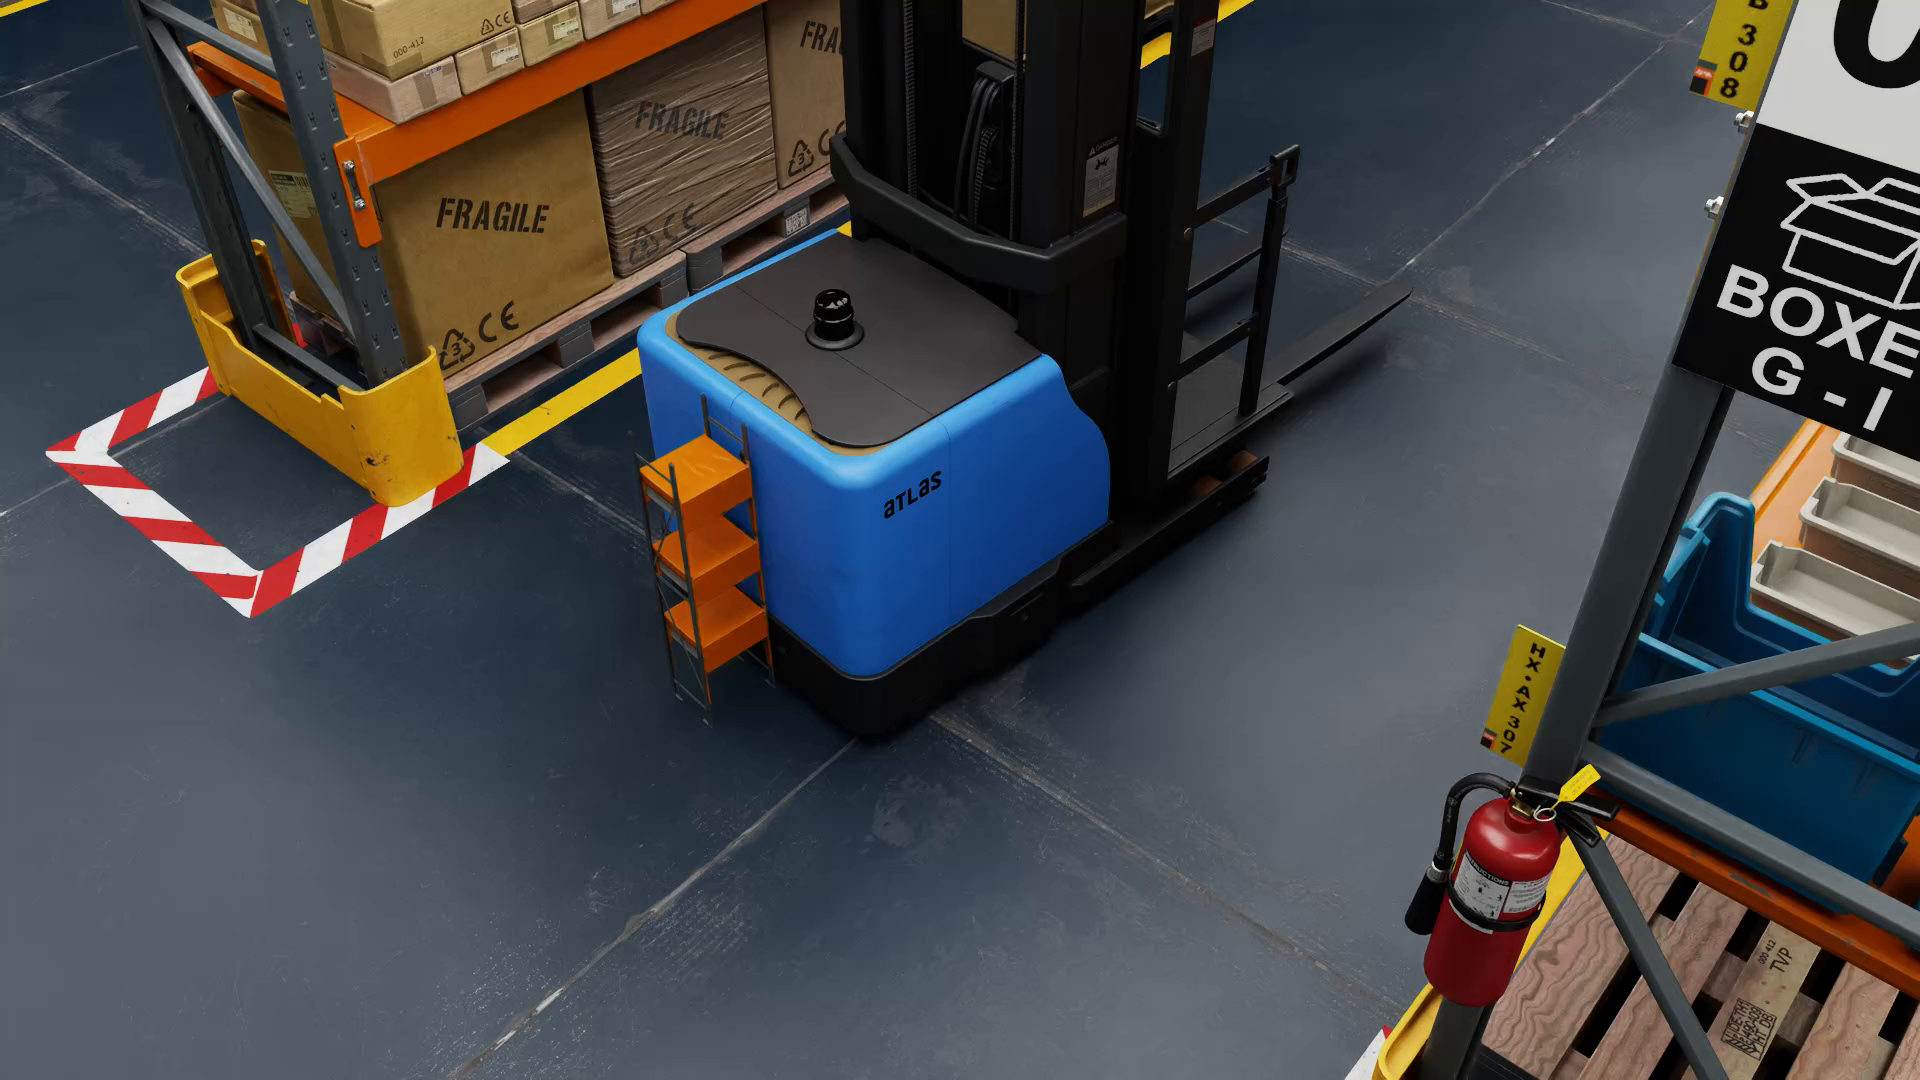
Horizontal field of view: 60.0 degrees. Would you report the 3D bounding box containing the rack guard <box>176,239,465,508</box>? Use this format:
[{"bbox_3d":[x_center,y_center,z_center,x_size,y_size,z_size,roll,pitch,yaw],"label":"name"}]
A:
[{"bbox_3d":[-2.333,-0.623,6.064,1.175,0.500,0.348,29,50,28],"label":"rack guard"}]

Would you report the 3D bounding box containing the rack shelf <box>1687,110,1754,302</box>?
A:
[{"bbox_3d":[2.760,-1.289,3.243,1.077,0.370,4.000,29,50,28],"label":"rack shelf"}]

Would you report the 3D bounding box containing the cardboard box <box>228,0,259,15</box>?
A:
[{"bbox_3d":[-2.209,-1.979,5.587,0.500,0.250,0.500,29,50,28],"label":"cardboard box"}]

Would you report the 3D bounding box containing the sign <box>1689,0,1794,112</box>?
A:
[{"bbox_3d":[1.042,-0.717,2.157,0.100,0.325,0.005,29,50,28],"label":"sign"}]

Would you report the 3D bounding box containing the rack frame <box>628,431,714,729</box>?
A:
[{"bbox_3d":[-0.830,0.142,4.813,0.008,1.050,0.200,-33,51,-31],"label":"rack frame"}]

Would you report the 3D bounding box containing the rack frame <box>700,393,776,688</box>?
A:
[{"bbox_3d":[-0.653,0.029,4.938,0.008,1.050,0.200,-33,51,-31],"label":"rack frame"}]

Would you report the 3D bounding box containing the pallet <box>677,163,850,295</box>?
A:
[{"bbox_3d":[-1.078,-1.599,7.352,1.003,0.211,1.213,29,50,28],"label":"pallet"}]

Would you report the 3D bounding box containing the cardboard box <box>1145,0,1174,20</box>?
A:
[{"bbox_3d":[0.653,-3.327,8.447,1.225,0.875,0.875,30,50,29],"label":"cardboard box"}]

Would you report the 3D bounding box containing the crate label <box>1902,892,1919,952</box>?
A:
[{"bbox_3d":[1.884,0.639,2.897,0.416,0.233,0.303,29,50,28],"label":"crate label"}]

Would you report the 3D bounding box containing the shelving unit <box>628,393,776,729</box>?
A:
[{"bbox_3d":[-0.741,0.085,4.876,0.252,1.050,0.215,-33,51,-31],"label":"shelving unit"}]

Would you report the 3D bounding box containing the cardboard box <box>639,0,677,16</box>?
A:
[{"bbox_3d":[-1.177,-2.037,5.948,0.380,0.149,0.250,29,49,28],"label":"cardboard box"}]

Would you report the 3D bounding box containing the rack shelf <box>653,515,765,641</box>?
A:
[{"bbox_3d":[-0.741,0.093,4.883,0.240,0.259,0.215,-33,51,-31],"label":"rack shelf"}]

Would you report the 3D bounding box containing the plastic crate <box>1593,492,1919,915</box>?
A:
[{"bbox_3d":[1.546,0.296,3.124,0.616,0.435,0.499,29,50,28],"label":"plastic crate"}]

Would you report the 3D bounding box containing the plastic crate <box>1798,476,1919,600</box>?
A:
[{"bbox_3d":[2.057,0.018,3.652,0.396,0.136,0.243,29,50,28],"label":"plastic crate"}]

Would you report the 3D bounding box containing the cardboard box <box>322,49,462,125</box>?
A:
[{"bbox_3d":[-1.837,-1.507,5.365,0.380,0.149,0.250,30,50,29],"label":"cardboard box"}]

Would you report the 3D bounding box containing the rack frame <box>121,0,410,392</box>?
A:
[{"bbox_3d":[-2.318,-1.560,5.236,1.000,3.000,0.127,29,50,28],"label":"rack frame"}]

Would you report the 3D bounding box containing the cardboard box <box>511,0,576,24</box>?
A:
[{"bbox_3d":[-1.473,-2.016,5.627,0.500,0.250,0.500,29,50,28],"label":"cardboard box"}]

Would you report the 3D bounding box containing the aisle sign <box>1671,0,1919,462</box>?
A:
[{"bbox_3d":[1.203,-0.467,2.102,0.394,0.787,0.004,29,50,28],"label":"aisle sign"}]

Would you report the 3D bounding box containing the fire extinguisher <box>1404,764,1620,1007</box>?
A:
[{"bbox_3d":[1.028,0.632,3.160,0.296,0.674,0.183,29,50,28],"label":"fire extinguisher"}]

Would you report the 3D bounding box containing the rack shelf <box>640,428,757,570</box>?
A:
[{"bbox_3d":[-0.741,-0.117,4.692,0.240,0.259,0.215,-33,51,-31],"label":"rack shelf"}]

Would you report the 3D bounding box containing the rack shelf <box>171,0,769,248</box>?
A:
[{"bbox_3d":[-1.030,-2.324,6.611,1.077,0.370,4.000,29,50,28],"label":"rack shelf"}]

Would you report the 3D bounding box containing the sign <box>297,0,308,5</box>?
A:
[{"bbox_3d":[-1.897,-1.667,4.651,0.100,0.325,0.005,29,50,28],"label":"sign"}]

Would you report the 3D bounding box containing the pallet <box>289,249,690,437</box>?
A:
[{"bbox_3d":[-1.863,-0.974,6.664,1.003,0.211,1.213,29,50,28],"label":"pallet"}]

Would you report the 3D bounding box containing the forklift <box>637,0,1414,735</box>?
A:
[{"bbox_3d":[0.451,-1.373,5.081,3.031,2.935,1.130,-33,51,-31],"label":"forklift"}]

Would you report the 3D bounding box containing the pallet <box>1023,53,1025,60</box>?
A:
[{"bbox_3d":[-0.293,-2.231,8.046,1.003,0.211,1.213,29,50,28],"label":"pallet"}]

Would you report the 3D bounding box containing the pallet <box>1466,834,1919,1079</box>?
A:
[{"bbox_3d":[2.034,1.208,4.265,1.003,0.211,1.213,29,50,28],"label":"pallet"}]

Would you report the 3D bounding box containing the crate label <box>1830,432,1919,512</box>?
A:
[{"bbox_3d":[2.218,-0.136,3.821,0.396,0.136,0.243,29,50,28],"label":"crate label"}]

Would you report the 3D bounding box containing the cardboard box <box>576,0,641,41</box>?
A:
[{"bbox_3d":[-1.341,-1.907,5.804,0.380,0.149,0.250,29,50,28],"label":"cardboard box"}]

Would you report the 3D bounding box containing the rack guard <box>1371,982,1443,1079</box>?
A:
[{"bbox_3d":[1.468,1.527,3.699,1.175,0.500,0.348,29,50,28],"label":"rack guard"}]

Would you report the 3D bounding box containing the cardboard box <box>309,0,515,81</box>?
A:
[{"bbox_3d":[-1.802,-1.745,5.330,0.500,0.250,0.500,28,49,27],"label":"cardboard box"}]

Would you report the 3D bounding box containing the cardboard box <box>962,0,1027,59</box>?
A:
[{"bbox_3d":[-0.229,-2.684,7.739,0.875,0.875,0.875,29,50,28],"label":"cardboard box"}]

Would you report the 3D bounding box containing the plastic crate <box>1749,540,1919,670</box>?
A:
[{"bbox_3d":[1.860,0.161,3.494,0.396,0.136,0.243,29,50,28],"label":"plastic crate"}]

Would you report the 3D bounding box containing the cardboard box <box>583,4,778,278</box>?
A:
[{"bbox_3d":[-1.381,-1.762,6.726,0.875,0.875,0.875,29,50,28],"label":"cardboard box"}]

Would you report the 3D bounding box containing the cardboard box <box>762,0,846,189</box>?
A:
[{"bbox_3d":[-0.809,-2.221,7.230,0.875,0.875,0.875,29,50,28],"label":"cardboard box"}]

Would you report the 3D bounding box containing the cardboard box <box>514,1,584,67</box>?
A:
[{"bbox_3d":[-1.508,-1.772,5.656,0.380,0.149,0.250,28,49,28],"label":"cardboard box"}]

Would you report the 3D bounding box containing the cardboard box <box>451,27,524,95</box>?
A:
[{"bbox_3d":[-1.673,-1.640,5.511,0.380,0.149,0.250,29,50,28],"label":"cardboard box"}]

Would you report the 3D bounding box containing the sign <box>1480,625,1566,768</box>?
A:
[{"bbox_3d":[1.042,0.294,3.076,0.100,0.325,0.005,29,50,28],"label":"sign"}]

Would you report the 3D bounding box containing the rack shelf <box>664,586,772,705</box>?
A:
[{"bbox_3d":[-0.741,0.299,5.070,0.240,0.259,0.215,-33,51,-31],"label":"rack shelf"}]

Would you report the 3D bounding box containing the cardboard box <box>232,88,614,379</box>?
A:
[{"bbox_3d":[-1.967,-1.294,6.210,0.875,0.875,0.875,29,50,28],"label":"cardboard box"}]

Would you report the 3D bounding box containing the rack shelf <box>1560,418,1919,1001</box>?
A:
[{"bbox_3d":[2.760,-0.180,4.252,1.077,0.370,4.000,29,50,28],"label":"rack shelf"}]

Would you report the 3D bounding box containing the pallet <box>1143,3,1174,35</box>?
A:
[{"bbox_3d":[0.696,-3.018,8.912,1.003,0.211,1.213,29,50,28],"label":"pallet"}]

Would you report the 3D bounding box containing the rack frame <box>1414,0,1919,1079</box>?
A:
[{"bbox_3d":[1.471,0.583,2.879,0.949,2.616,0.053,29,50,28],"label":"rack frame"}]

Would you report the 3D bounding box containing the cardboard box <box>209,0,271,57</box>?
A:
[{"bbox_3d":[-2.340,-1.793,5.679,0.380,0.149,0.250,30,50,29],"label":"cardboard box"}]
